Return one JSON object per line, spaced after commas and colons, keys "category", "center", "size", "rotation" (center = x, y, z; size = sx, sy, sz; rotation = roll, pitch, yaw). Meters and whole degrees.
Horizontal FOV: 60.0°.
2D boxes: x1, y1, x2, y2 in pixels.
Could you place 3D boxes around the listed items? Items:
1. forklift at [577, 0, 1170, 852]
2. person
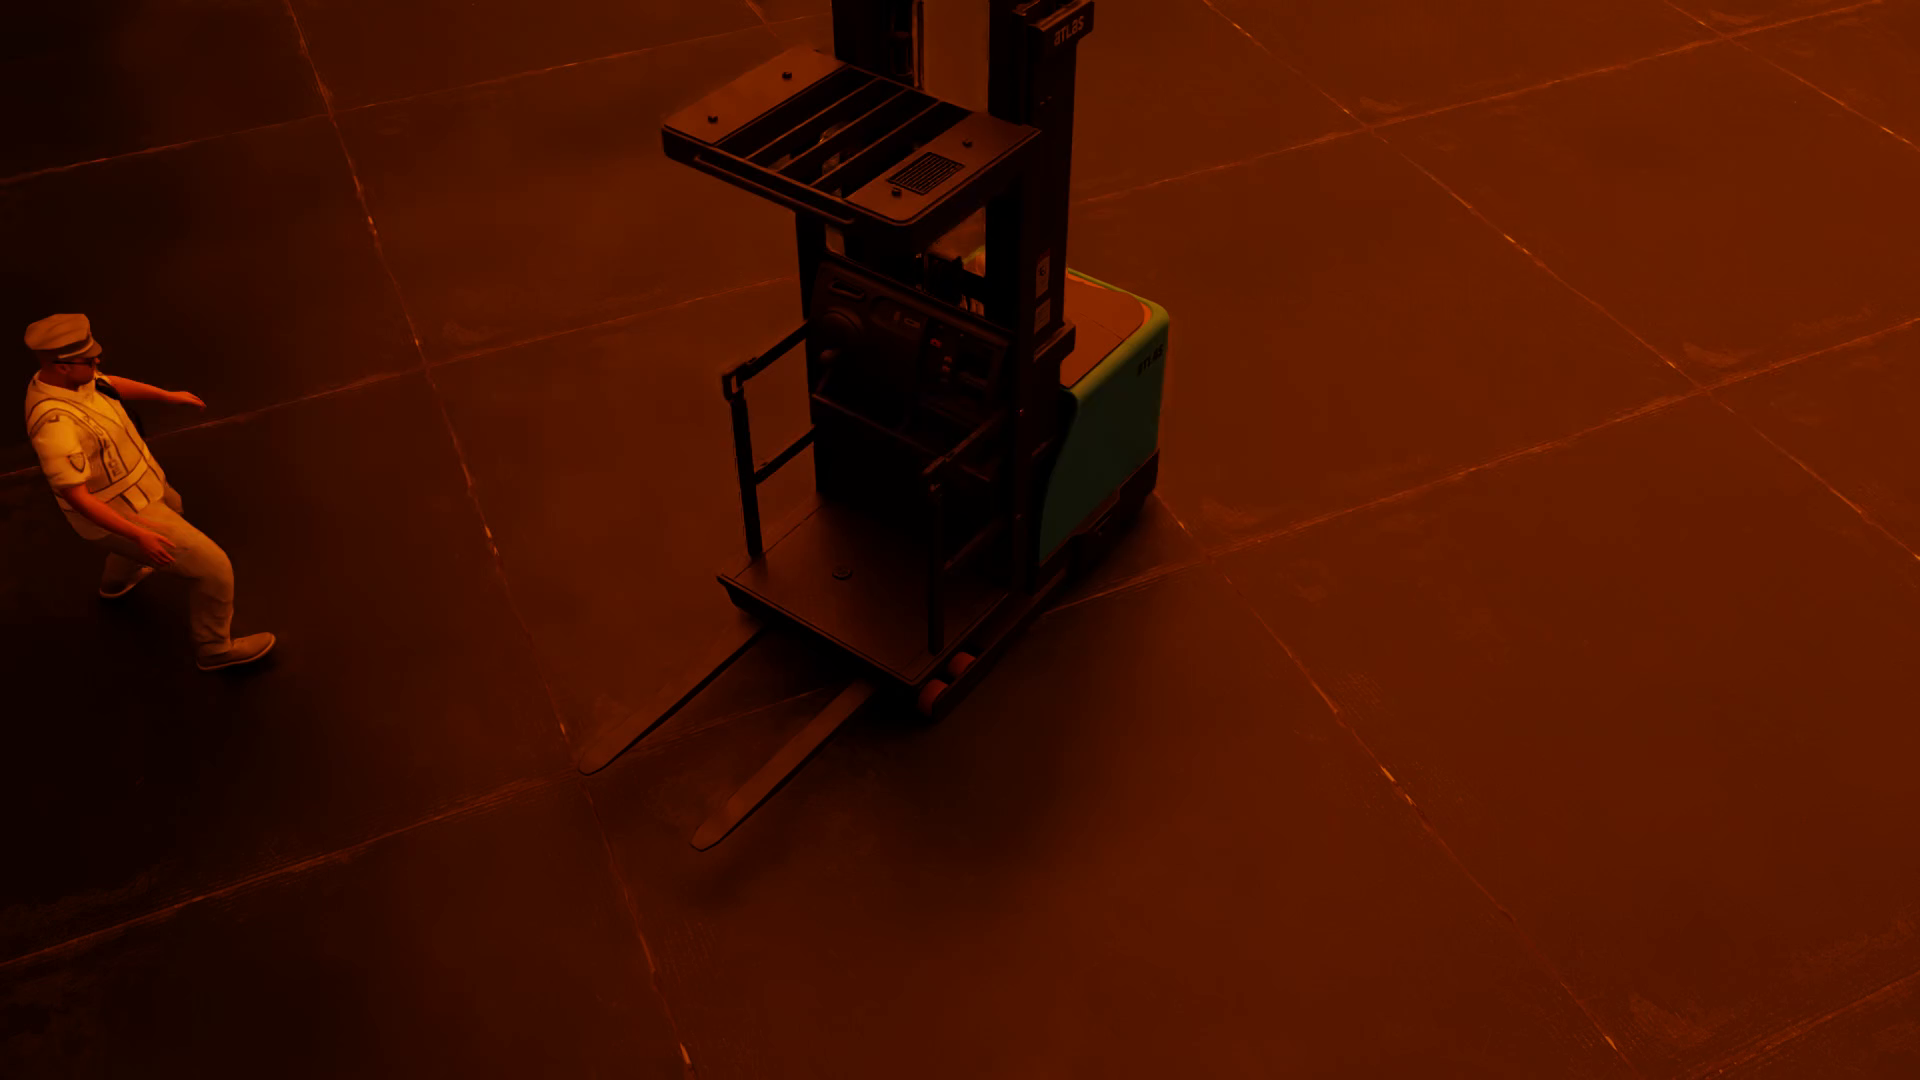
{"category": "forklift", "center": [-0.338, -0.702, 6.432], "size": [1.130, 2.935, 3.031], "rotation": [27, 49, 26]}
{"category": "person", "center": [-3.460, -0.249, 6.956], "size": [0.775, 1.624, 0.967], "rotation": [-11, 44, -12]}
